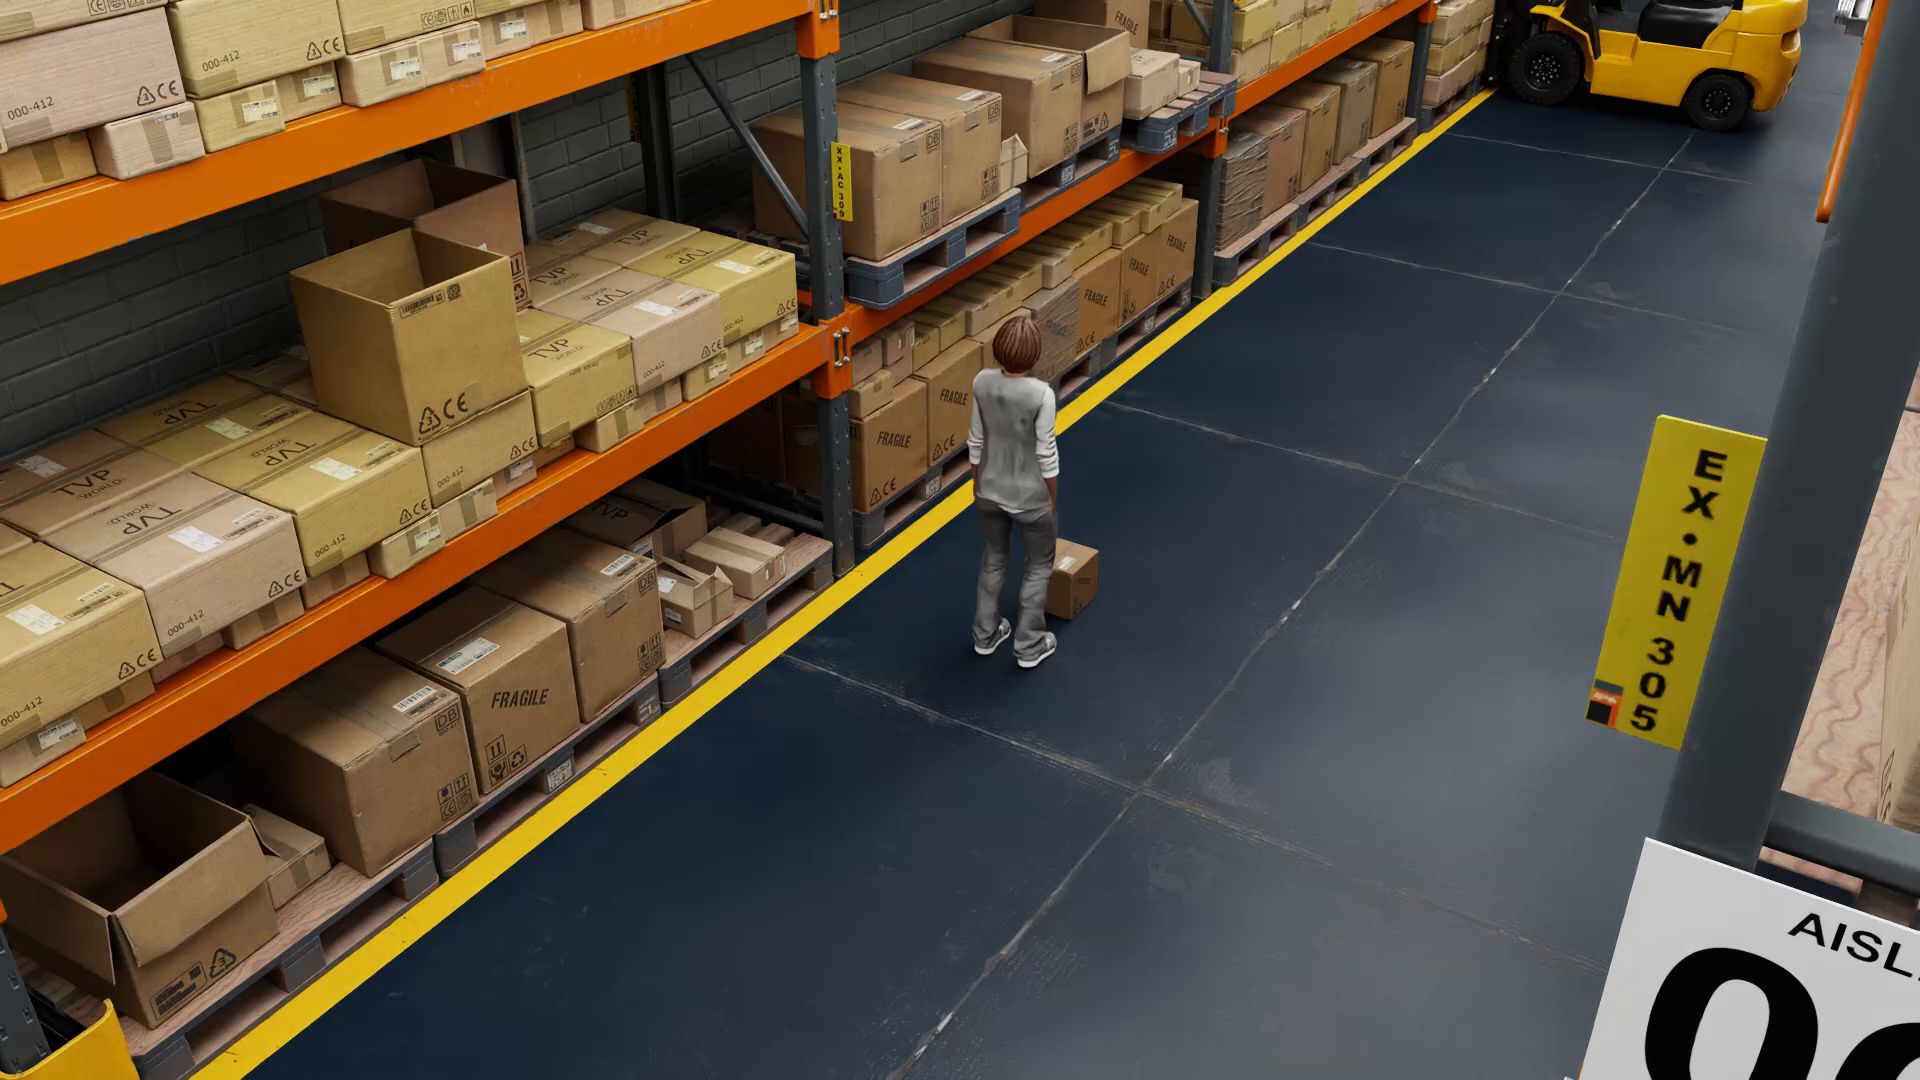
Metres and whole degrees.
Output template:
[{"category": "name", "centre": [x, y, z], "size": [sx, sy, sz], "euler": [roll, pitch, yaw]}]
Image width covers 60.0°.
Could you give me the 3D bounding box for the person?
[{"category": "person", "centre": [0.224, -0.195, 6.977], "size": [0.420, 1.589, 0.312], "euler": [17, 35, 26]}]
